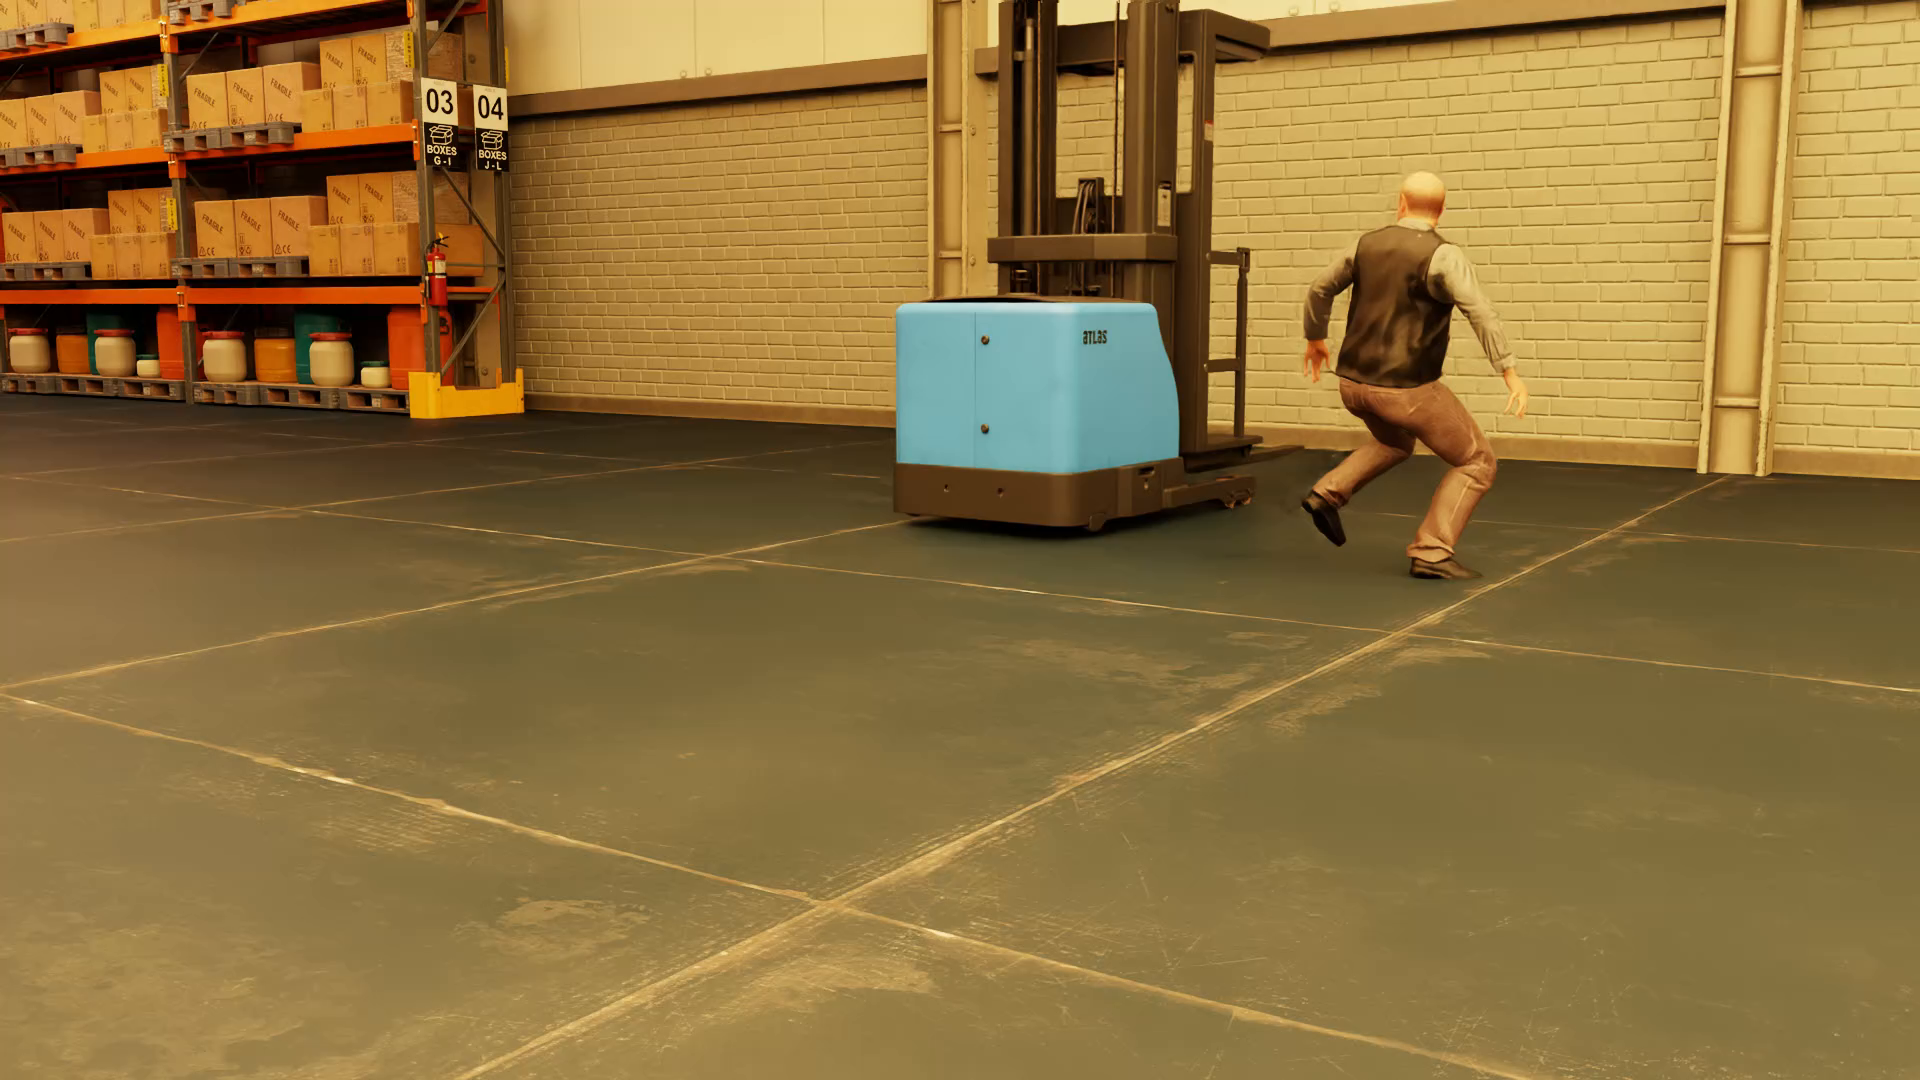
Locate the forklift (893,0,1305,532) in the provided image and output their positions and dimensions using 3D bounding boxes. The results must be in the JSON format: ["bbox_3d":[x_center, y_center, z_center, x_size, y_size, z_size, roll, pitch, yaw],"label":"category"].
[{"bbox_3d":[0.934,-1.650,8.796,1.130,2.935,3.031,6,10,35],"label":"forklift"}]

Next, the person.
[{"bbox_3d":[1.796,-0.649,6.642,0.515,1.607,0.959,-4,9,-27],"label":"person"}]
